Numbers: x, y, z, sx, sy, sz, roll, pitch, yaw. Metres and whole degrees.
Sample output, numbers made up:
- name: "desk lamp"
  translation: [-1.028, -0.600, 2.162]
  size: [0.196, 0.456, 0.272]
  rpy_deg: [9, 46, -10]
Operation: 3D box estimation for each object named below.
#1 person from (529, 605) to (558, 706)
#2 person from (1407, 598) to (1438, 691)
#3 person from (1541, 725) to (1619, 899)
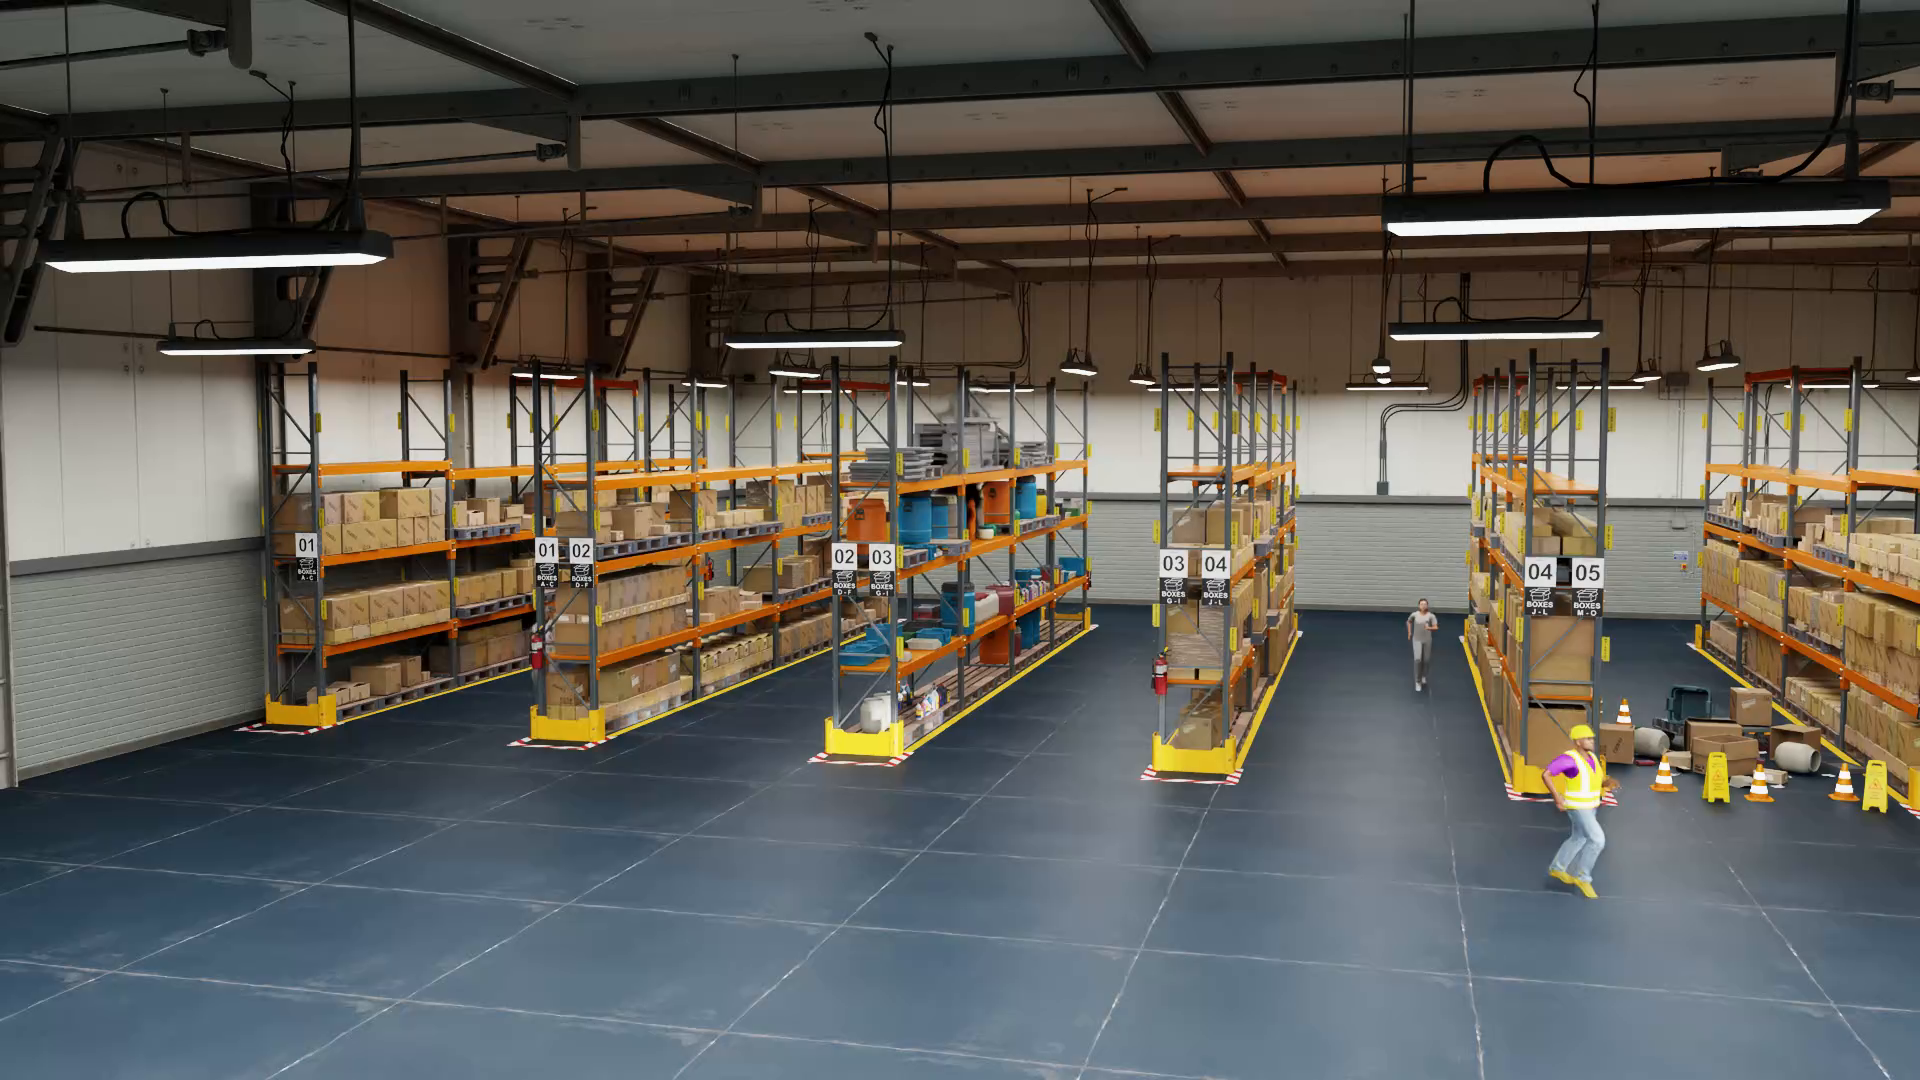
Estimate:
- name: "person"
  translation: [-7.332, 2.062, 29.409]
  size: [0.631, 1.845, 0.768]
  rpy_deg: [0, 4, 0]
- name: "person"
  translation: [8.712, 1.948, 31.343]
  size: [0.546, 1.696, 0.879]
  rpy_deg: [1, 4, 11]
- name: "person"
  translation: [6.626, 2.879, 17.713]
  size: [0.669, 1.823, 0.751]
  rpy_deg: [-4, 6, -44]
